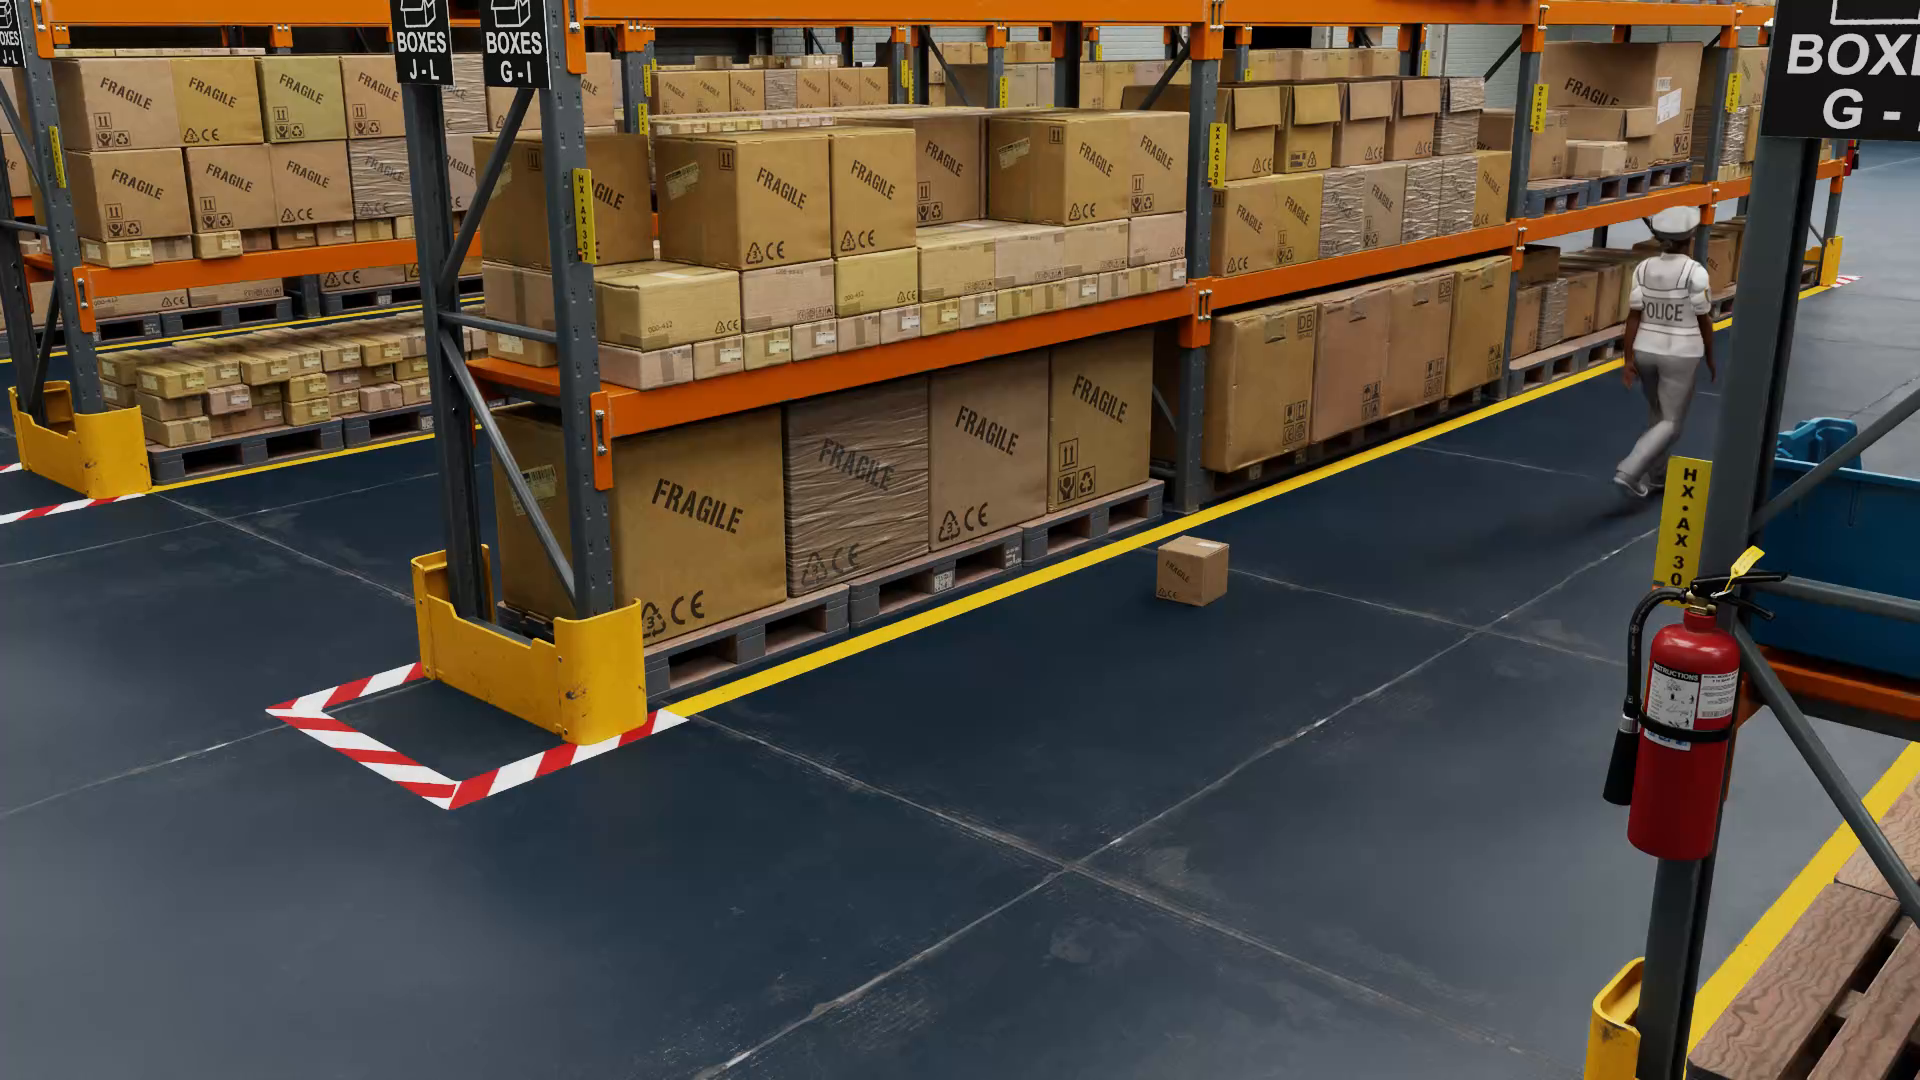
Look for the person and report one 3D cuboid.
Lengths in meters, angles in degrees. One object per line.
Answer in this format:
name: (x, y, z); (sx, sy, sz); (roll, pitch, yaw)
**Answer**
person: (3.981, -1.045, 9.376); (0.928, 1.651, 0.438); (-11, 20, -32)
